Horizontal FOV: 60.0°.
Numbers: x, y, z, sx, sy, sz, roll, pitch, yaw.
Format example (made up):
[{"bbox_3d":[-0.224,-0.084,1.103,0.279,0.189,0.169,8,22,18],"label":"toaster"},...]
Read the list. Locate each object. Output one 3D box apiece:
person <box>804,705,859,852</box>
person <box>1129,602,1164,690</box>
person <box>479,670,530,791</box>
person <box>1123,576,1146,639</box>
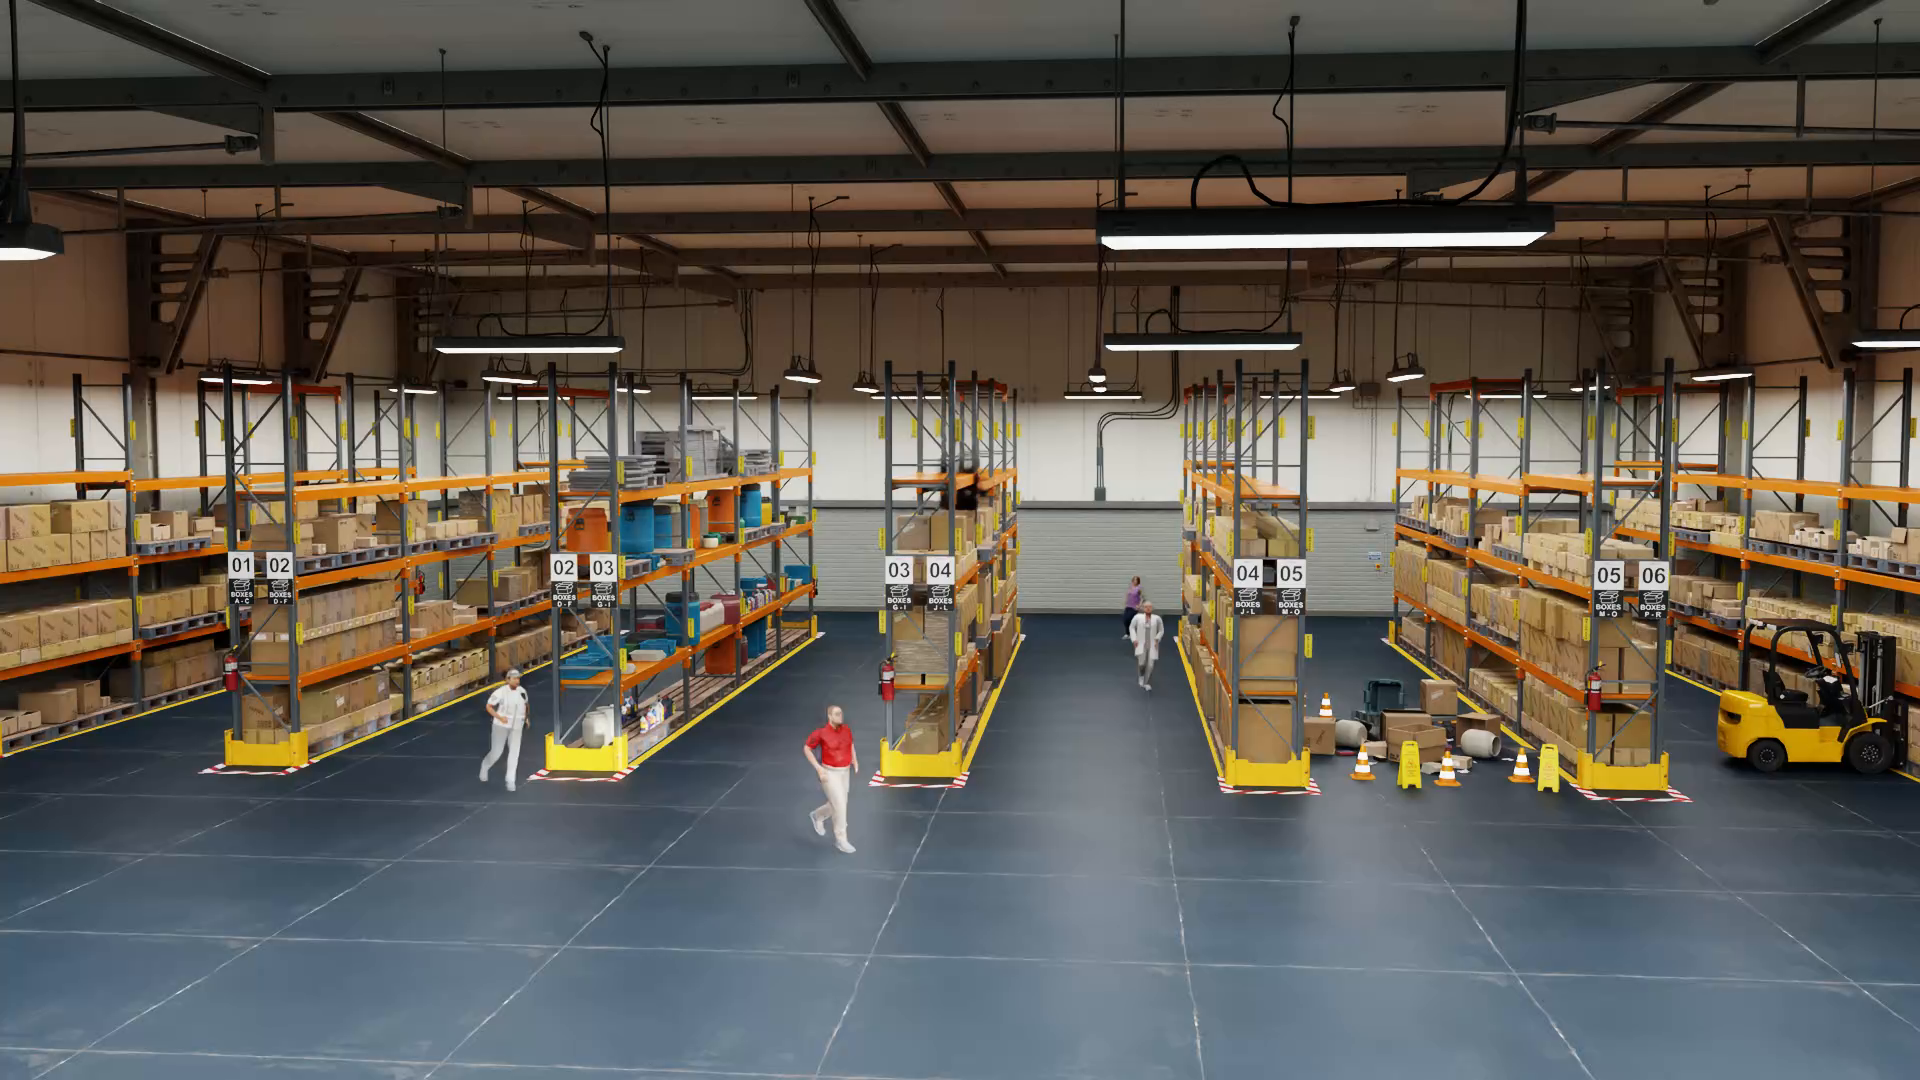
[{"bbox_3d":[-1.548,2.846,20.047,0.868,1.725,0.675,3,5,41],"label":"person"},{"bbox_3d":[3.601,2.043,32.003,0.660,1.715,0.653,0,4,1],"label":"person"},{"bbox_3d":[-6.332,2.643,23.389,0.687,1.635,0.919,-3,5,-35],"label":"person"},{"bbox_3d":[4.135,1.626,39.893,0.584,1.536,0.463,4,5,43],"label":"person"}]
